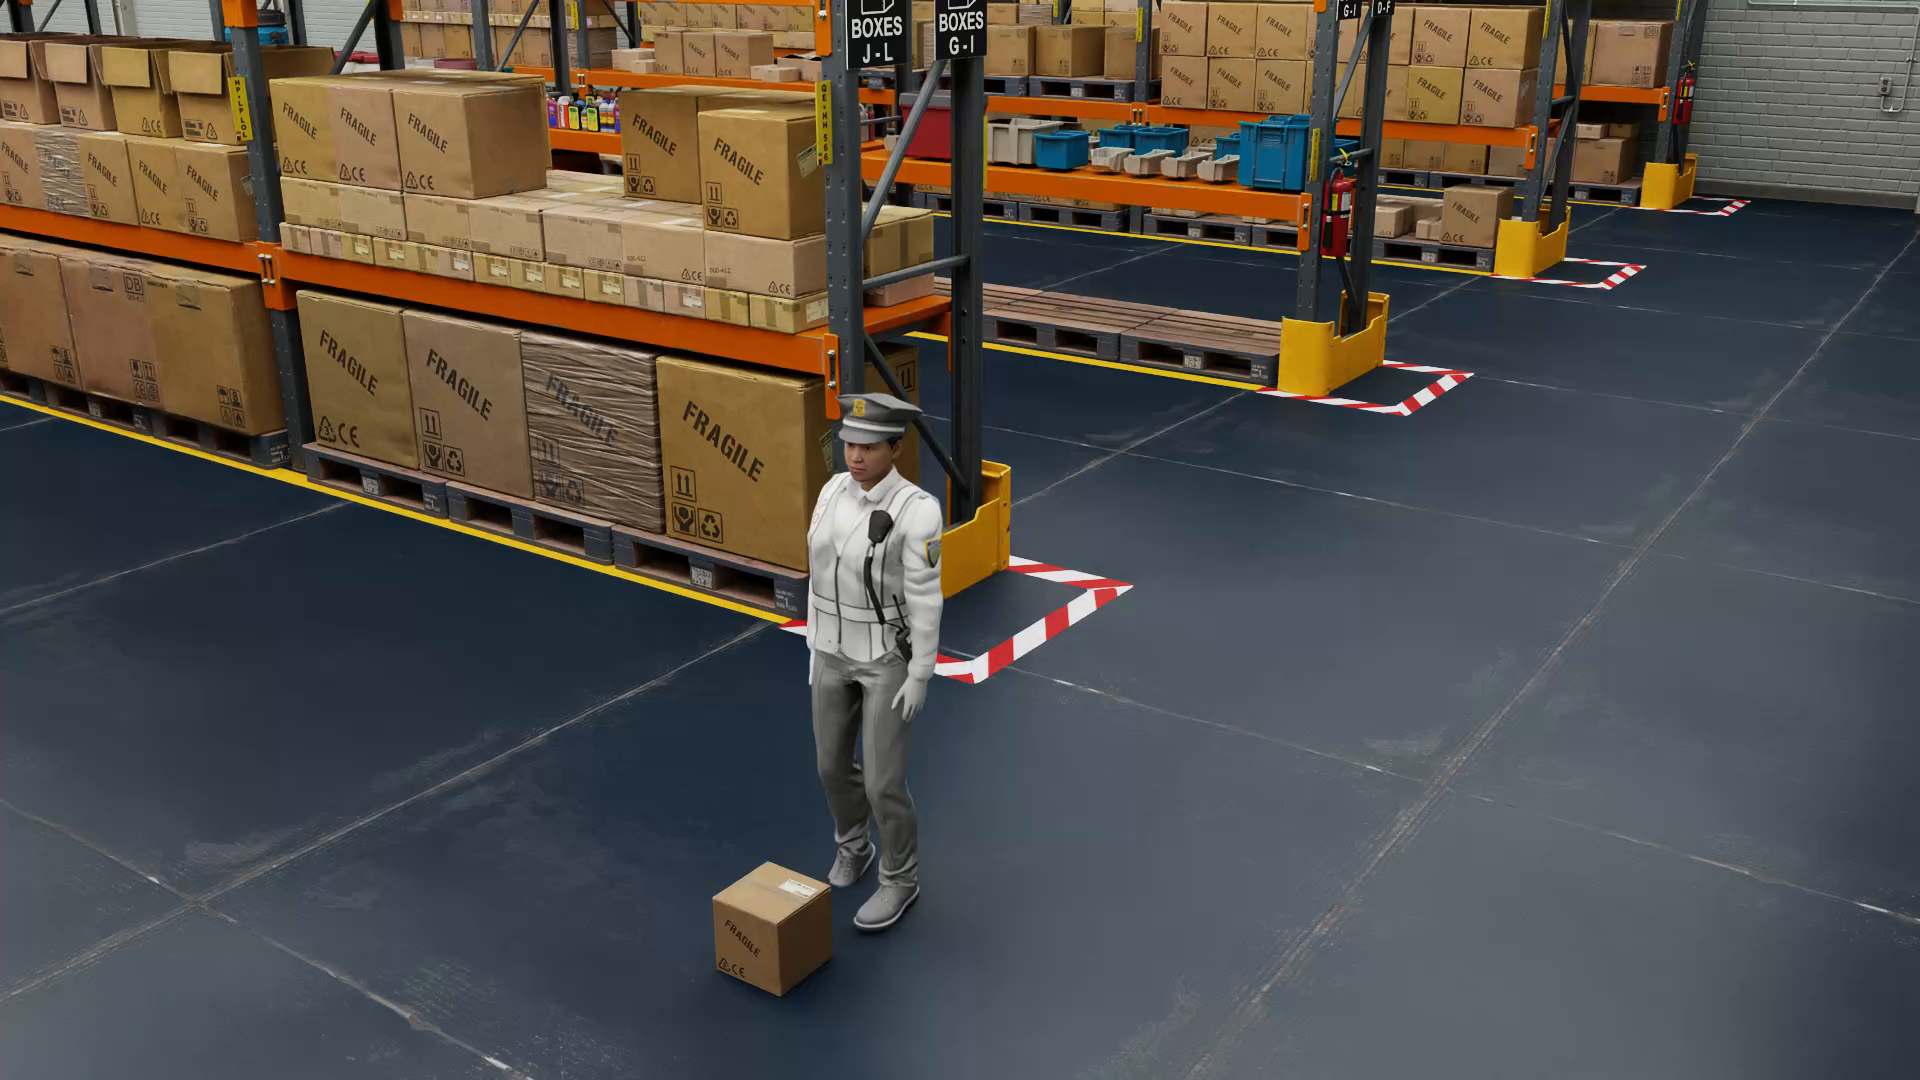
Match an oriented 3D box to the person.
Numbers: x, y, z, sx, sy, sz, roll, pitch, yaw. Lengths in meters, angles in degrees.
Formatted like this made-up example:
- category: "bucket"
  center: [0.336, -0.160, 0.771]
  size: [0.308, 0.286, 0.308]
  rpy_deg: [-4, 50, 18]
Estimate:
- category: "person"
  center: [-0.277, 0.387, 5.074]
  size: [0.471, 1.733, 0.378]
  rpy_deg: [14, 24, 33]
